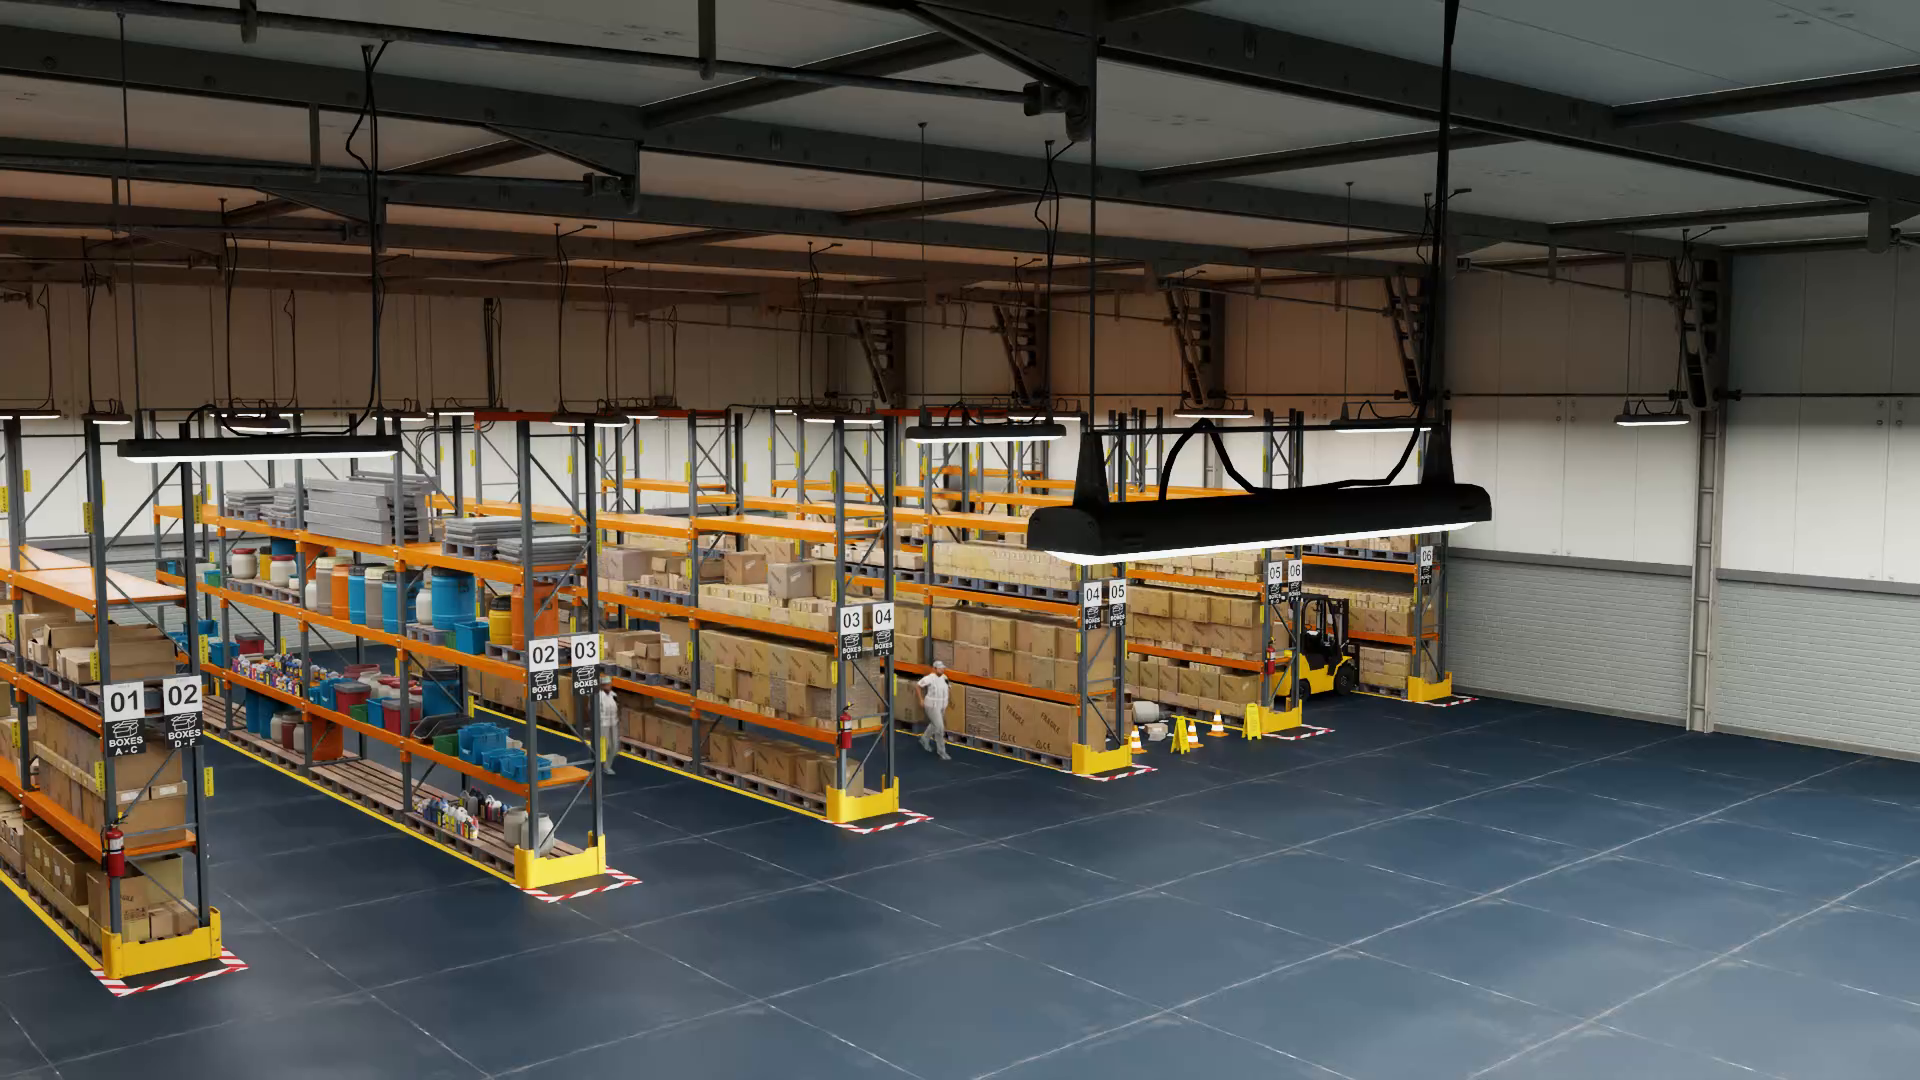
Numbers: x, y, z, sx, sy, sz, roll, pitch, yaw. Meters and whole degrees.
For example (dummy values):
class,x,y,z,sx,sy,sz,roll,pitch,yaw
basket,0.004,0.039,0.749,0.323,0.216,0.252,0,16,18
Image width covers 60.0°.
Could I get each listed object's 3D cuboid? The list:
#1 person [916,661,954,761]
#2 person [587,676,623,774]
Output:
class,x,y,z,sx,sy,sz,roll,pitch,yaw
person,-0.428,2.944,29.034,0.838,1.711,0.571,5,7,43
person,-5.885,3.076,27.721,0.588,1.651,0.563,-5,7,-44
